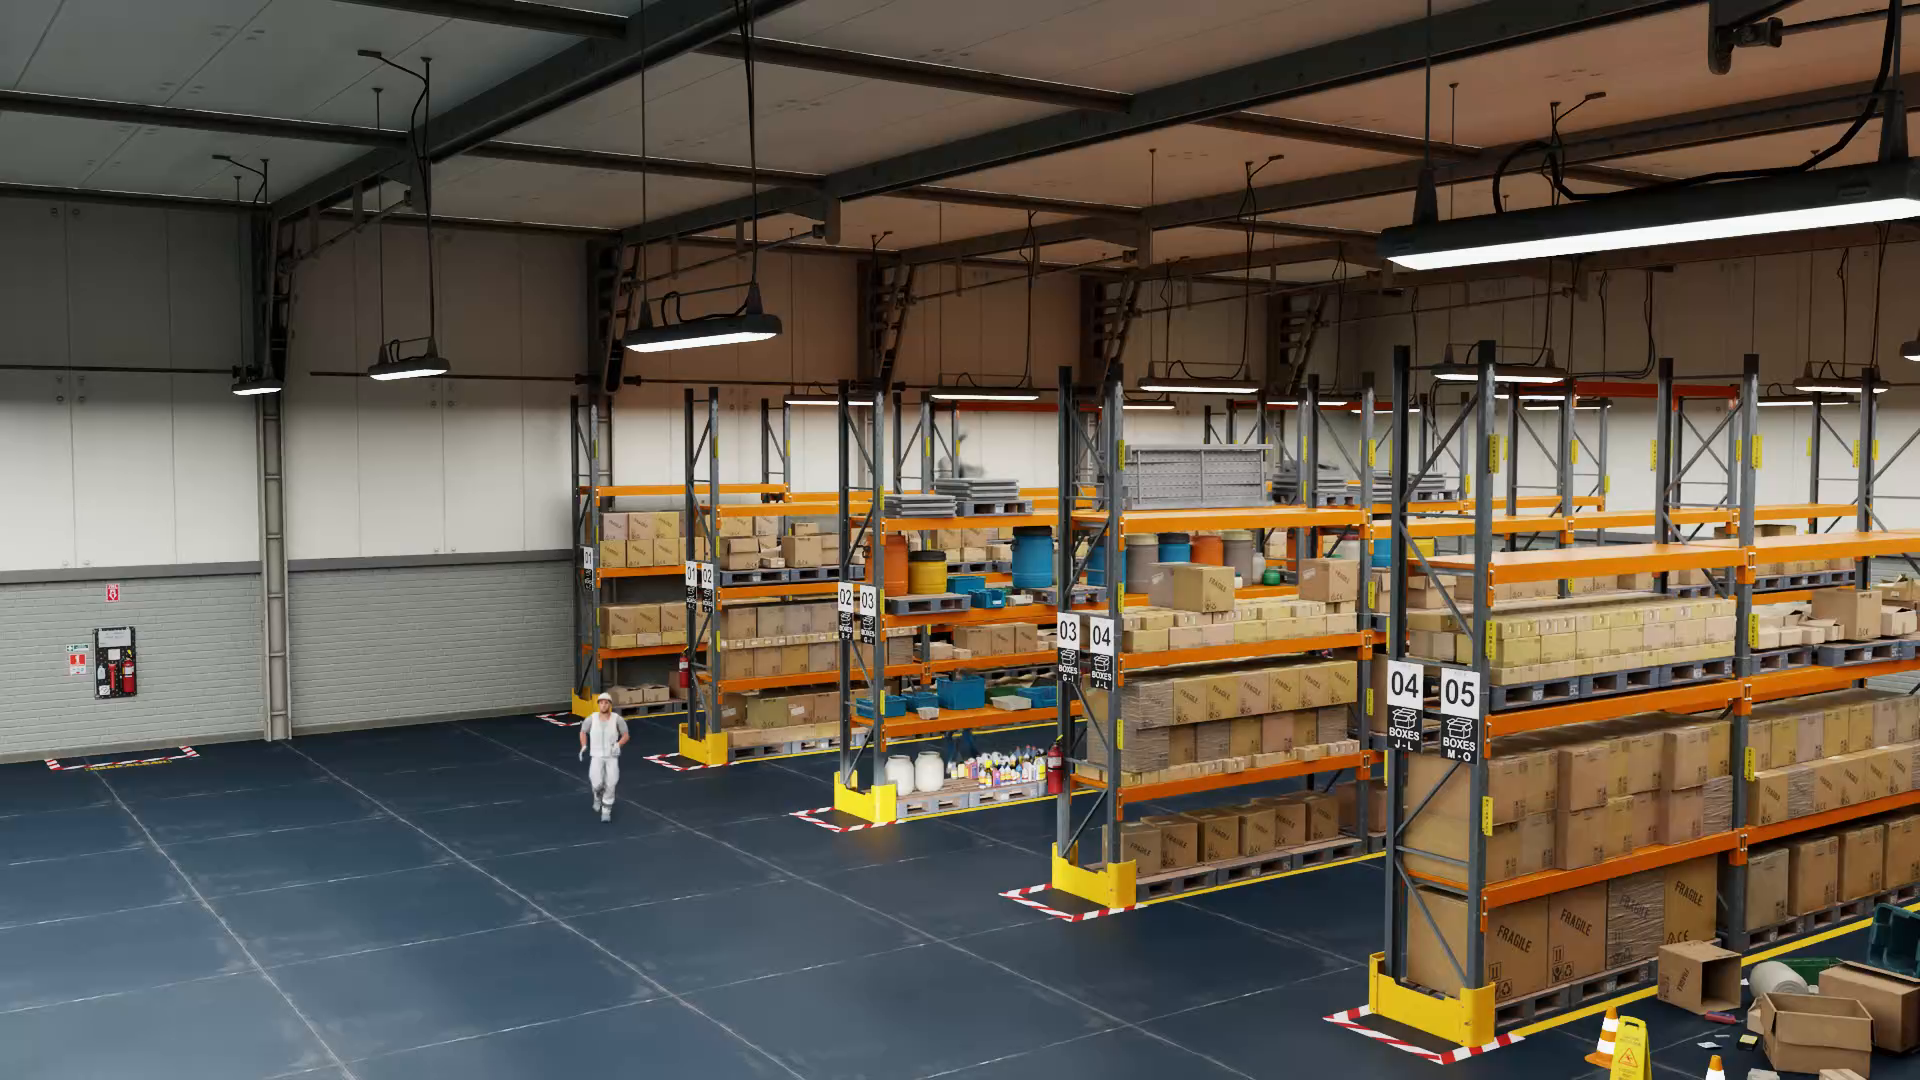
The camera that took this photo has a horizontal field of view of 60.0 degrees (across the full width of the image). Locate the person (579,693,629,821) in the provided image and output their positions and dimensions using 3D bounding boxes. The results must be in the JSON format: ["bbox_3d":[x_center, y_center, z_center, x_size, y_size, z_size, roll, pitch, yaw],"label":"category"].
[{"bbox_3d":[-4.815,2.941,22.498,0.657,1.737,0.580,-1,3,-10],"label":"person"}]

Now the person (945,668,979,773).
[{"bbox_3d":[0.009,2.803,25.938,0.503,1.644,0.710,3,5,41],"label":"person"}]
